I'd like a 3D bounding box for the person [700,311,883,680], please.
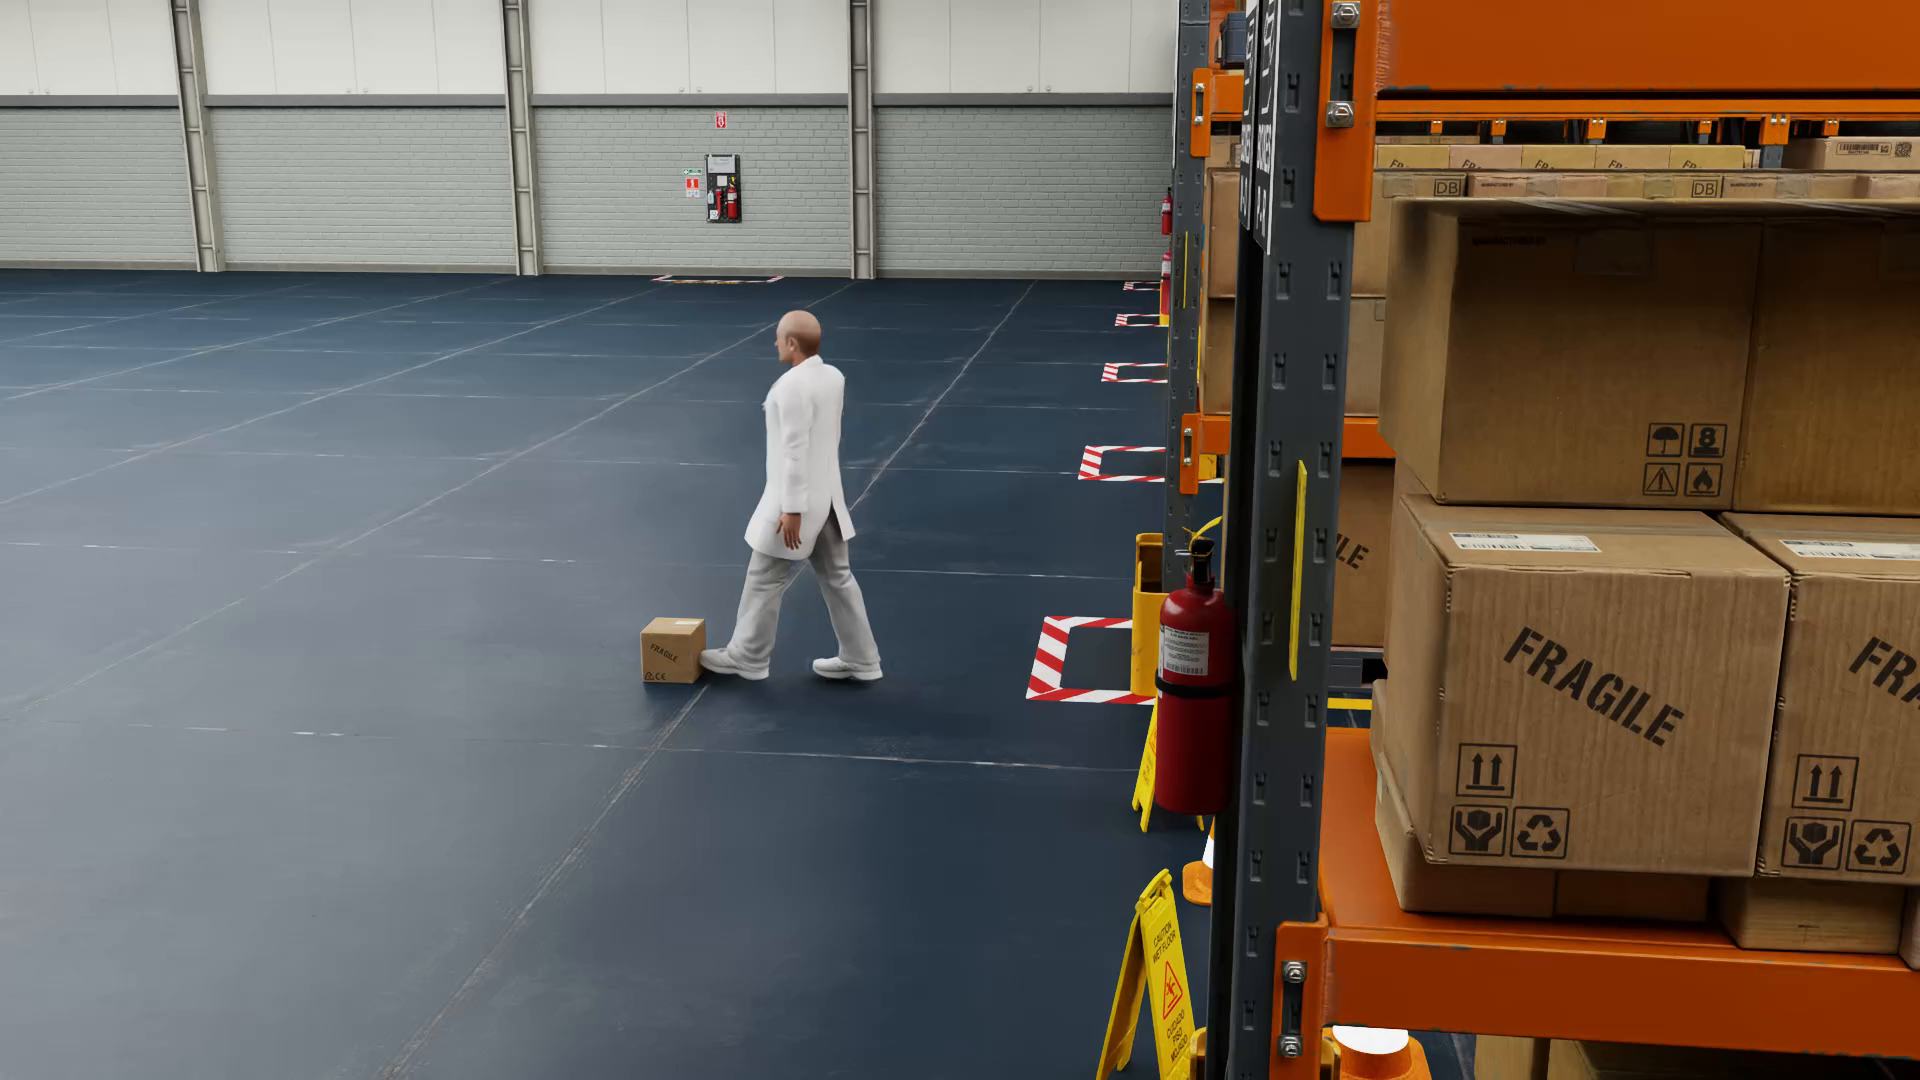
[{"bbox_3d":[-0.807,-0.202,7.808,0.898,1.758,0.628,6,15,24],"label":"person"}]
